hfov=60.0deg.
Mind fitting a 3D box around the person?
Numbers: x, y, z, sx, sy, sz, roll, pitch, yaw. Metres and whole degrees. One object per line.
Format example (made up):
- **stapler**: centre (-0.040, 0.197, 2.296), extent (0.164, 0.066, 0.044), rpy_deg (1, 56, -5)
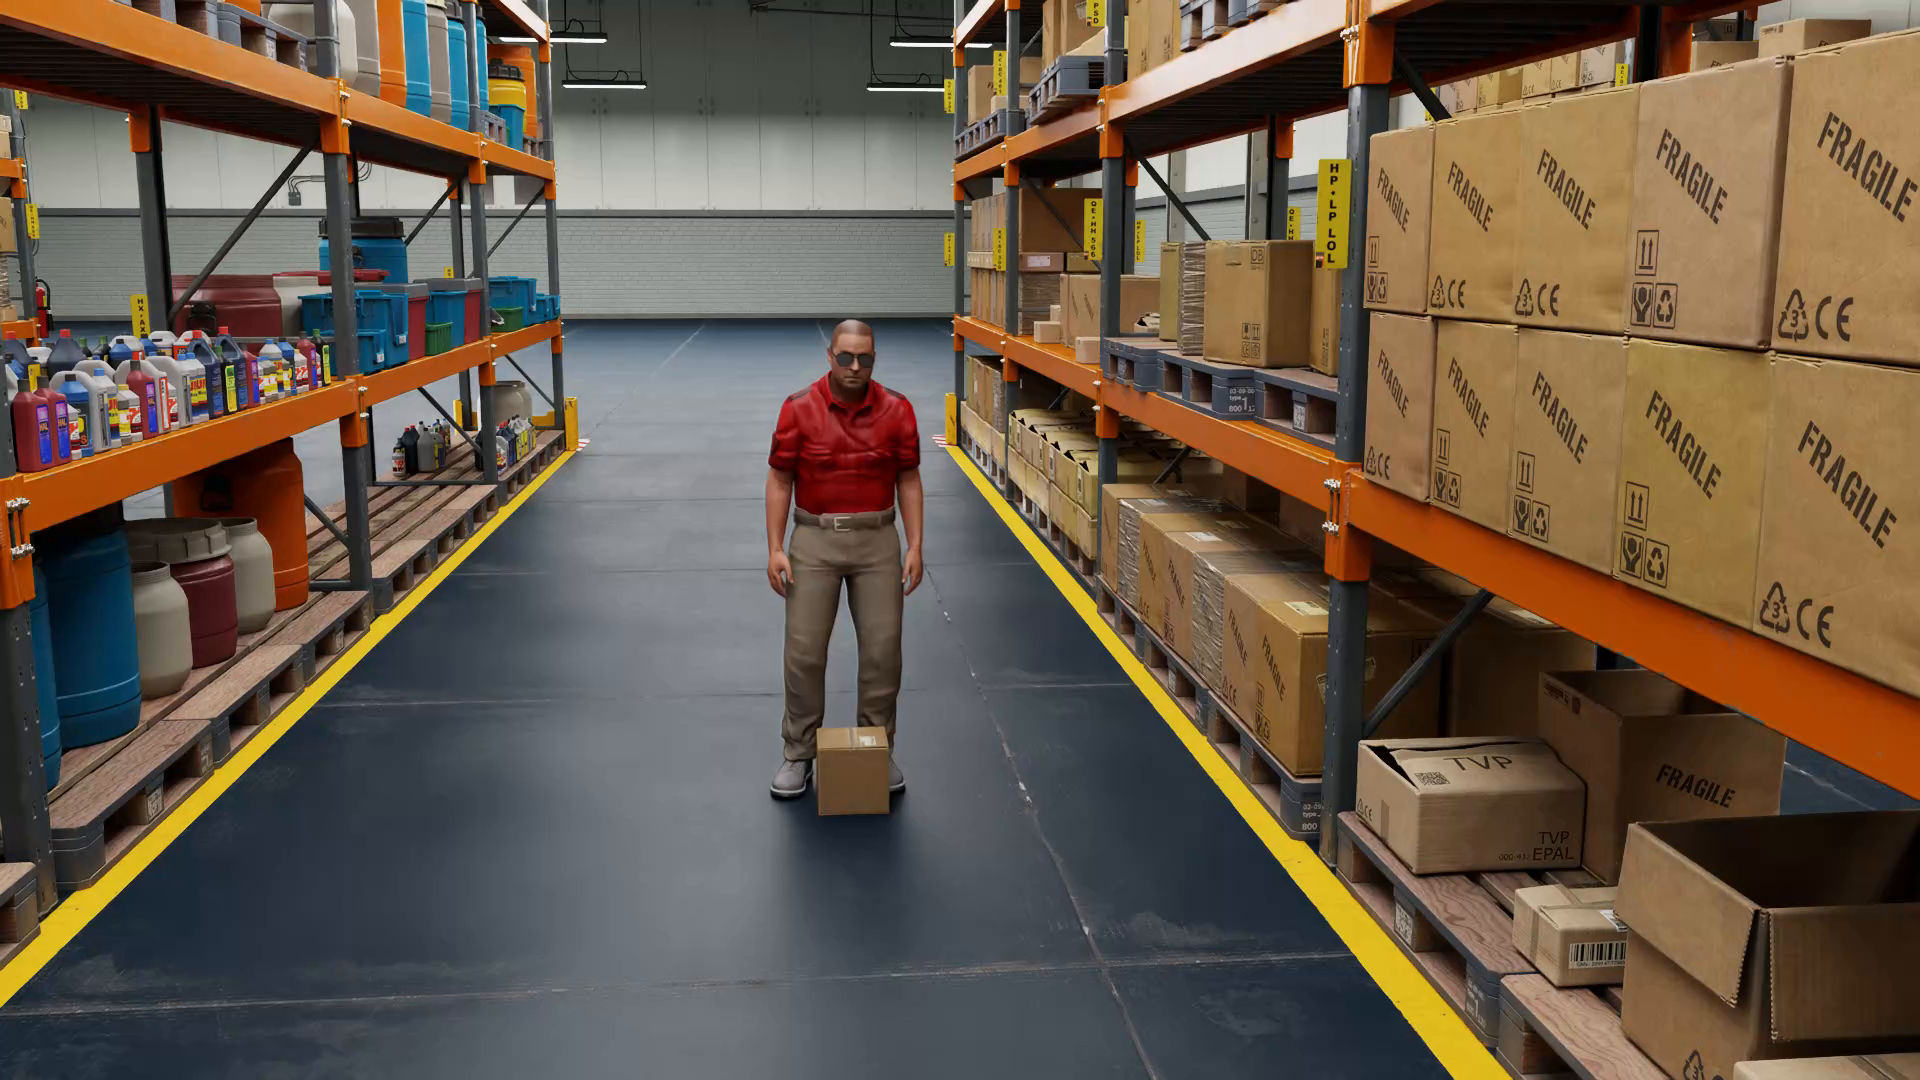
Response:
- **person**: centre (-0.421, 0.058, 6.111), extent (0.593, 1.725, 0.393), rpy_deg (-2, 10, -9)
